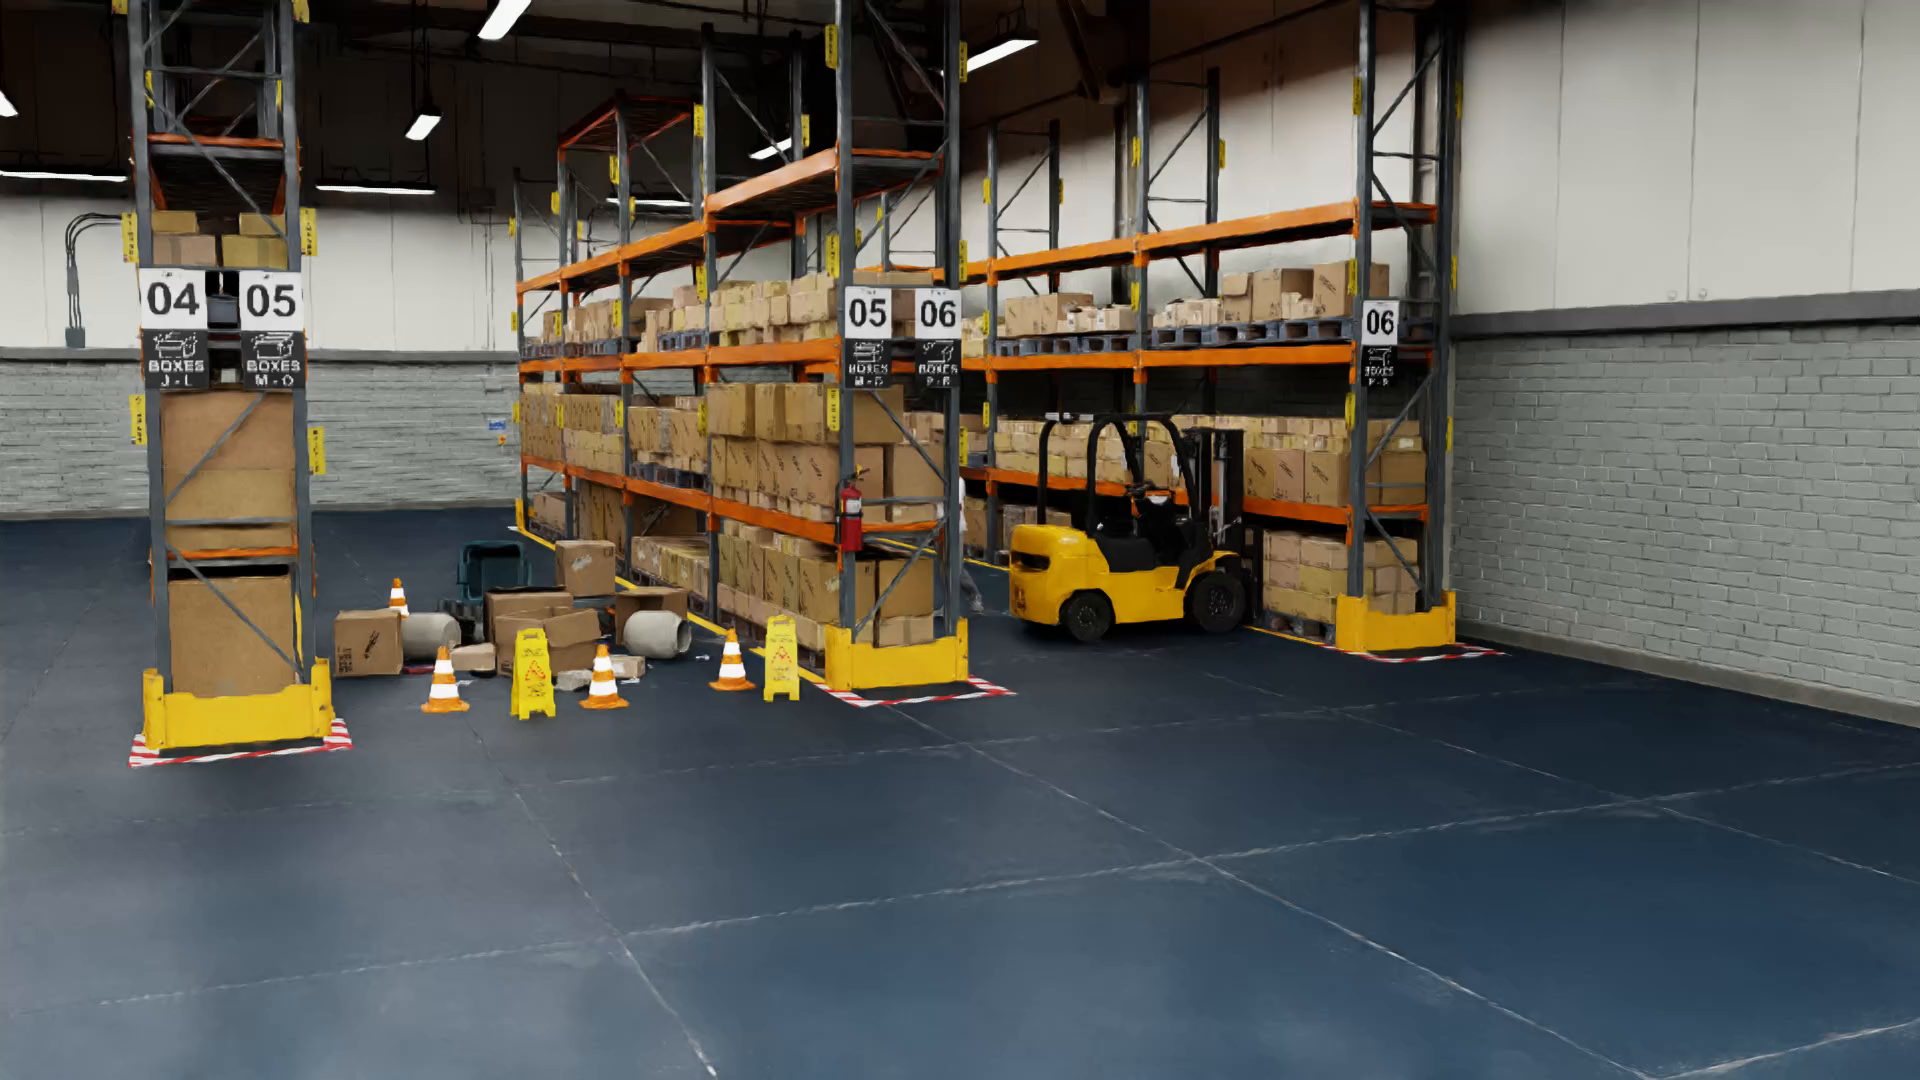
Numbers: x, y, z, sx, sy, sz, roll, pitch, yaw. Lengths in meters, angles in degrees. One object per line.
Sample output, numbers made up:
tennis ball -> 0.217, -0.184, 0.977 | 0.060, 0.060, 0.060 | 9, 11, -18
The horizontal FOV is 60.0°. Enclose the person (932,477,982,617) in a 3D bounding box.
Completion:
person -> -0.075, -0.066, 17.448 | 0.619, 1.746, 0.619 | -2, 6, -18
